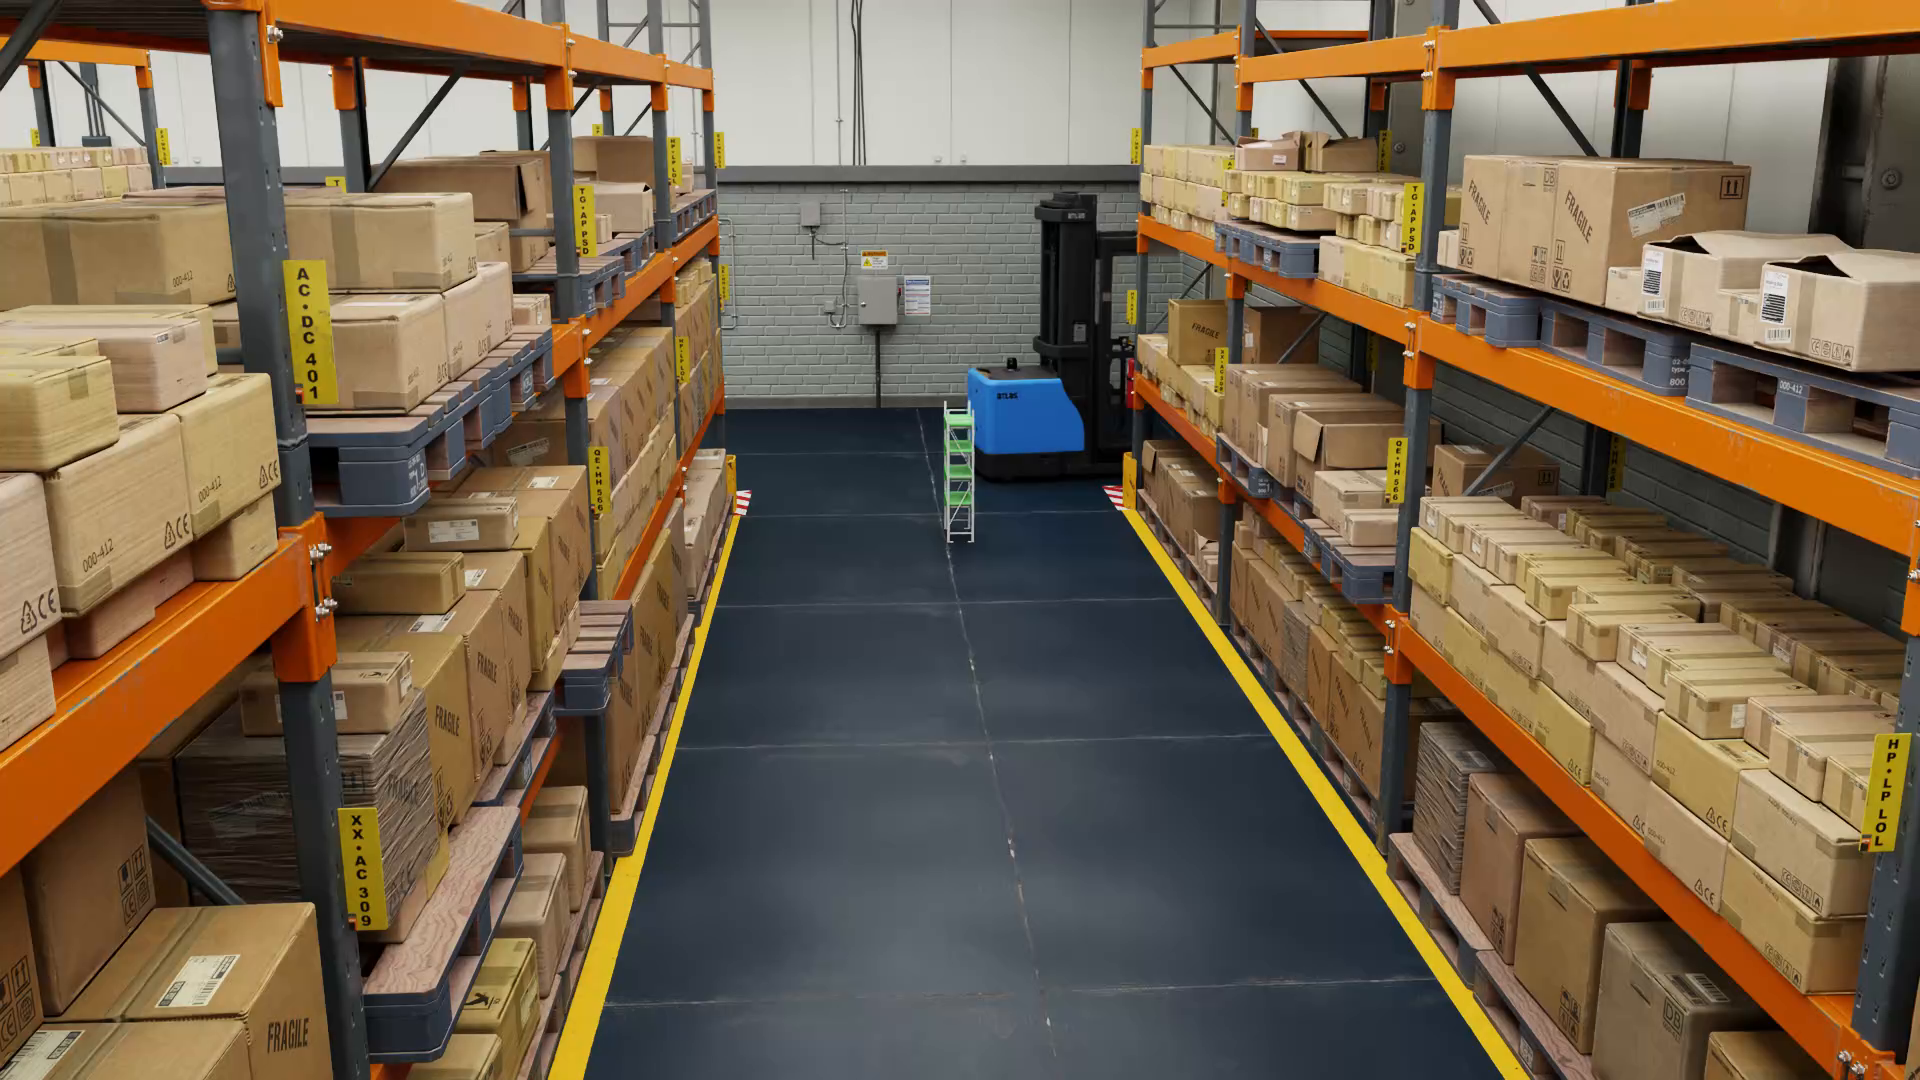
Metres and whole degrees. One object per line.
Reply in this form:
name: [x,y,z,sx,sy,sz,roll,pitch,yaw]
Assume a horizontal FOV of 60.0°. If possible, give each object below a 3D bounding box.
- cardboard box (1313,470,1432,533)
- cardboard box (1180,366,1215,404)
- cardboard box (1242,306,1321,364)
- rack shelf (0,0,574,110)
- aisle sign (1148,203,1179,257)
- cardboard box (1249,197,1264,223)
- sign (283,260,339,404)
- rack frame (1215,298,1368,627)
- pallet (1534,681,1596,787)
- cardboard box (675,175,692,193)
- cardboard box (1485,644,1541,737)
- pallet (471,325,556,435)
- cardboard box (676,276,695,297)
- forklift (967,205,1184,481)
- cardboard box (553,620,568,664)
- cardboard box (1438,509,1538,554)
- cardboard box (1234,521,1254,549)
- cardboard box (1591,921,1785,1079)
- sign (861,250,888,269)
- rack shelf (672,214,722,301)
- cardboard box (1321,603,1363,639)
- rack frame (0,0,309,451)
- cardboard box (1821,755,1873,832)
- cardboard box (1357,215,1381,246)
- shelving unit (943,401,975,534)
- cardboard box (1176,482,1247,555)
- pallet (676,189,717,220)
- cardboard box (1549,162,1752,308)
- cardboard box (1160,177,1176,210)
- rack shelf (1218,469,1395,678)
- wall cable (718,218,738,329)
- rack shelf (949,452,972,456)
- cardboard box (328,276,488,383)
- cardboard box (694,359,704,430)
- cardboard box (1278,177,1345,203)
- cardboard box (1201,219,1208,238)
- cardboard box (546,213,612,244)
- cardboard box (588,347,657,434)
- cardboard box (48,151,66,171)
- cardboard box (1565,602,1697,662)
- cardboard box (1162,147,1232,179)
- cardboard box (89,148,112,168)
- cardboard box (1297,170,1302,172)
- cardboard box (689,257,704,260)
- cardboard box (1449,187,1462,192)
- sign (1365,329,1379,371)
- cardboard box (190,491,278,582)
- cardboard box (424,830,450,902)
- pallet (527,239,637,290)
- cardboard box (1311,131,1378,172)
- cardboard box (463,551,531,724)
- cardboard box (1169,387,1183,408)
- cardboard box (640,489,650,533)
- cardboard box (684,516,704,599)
cardboard box: [2.299,-0.217,9.308,0.500,0.250,0.500,-2,15,-6]
cardboard box: [2.101,-1.267,13.633,0.500,0.250,0.500,-1,14,-4]
cardboard box: [2.613,-1.633,13.551,0.500,0.500,0.500,-1,14,-5]
rack shelf: [-2.142,-1.617,5.499,1.077,0.370,4.000,-1,14,-3]
aisle sign: [1.895,-3.090,15.799,0.394,0.787,0.004,-1,14,-3]
cardboard box: [2.087,-2.135,10.747,0.380,0.149,0.250,-1,14,-3]
sign: [-1.477,-0.470,3.775,0.100,0.325,0.005,-1,14,-3]
rack frame: [2.440,-0.824,12.208,1.000,3.000,0.127,-1,14,-3]
pallet: [-9.709,0.384,4.889,25.245,1.709,1.217,-1,15,-6]
cardboard box: [-2.538,-3.110,14.535,0.380,0.149,0.250,-2,15,-8]
cardboard box: [2.536,0.611,6.932,0.500,0.250,0.500,-1,14,-5]
pallet: [-2.018,-0.531,5.429,1.213,0.211,1.003,-1,14,-3]
cardboard box: [-2.350,-2.054,13.482,0.380,0.149,0.250,-1,14,-3]
forklift: [-2.564,-1.942,16.871,11.622,2.843,1.129,-3,15,-11]
cardboard box: [-1.854,0.435,6.977,0.380,0.149,0.250,-2,15,-6]
cardboard box: [2.431,-0.041,7.664,0.380,0.149,0.250,-1,14,-2]
cardboard box: [2.196,-0.037,12.023,0.380,0.149,0.250,0,14,-1]
cardboard box: [2.999,2.316,3.930,0.963,0.625,4.871,-1,14,-3]
sign: [-1.097,-3.590,21.301,0.339,0.242,0.001,-1,14,-3]
rack shelf: [-7.584,-1.545,13.445,10.987,1.870,4.000,-1,14,-3]
cardboard box: [2.397,0.483,10.000,0.380,0.149,0.250,-1,14,-4]
rack frame: [-2.019,-1.662,3.426,1.000,3.000,0.127,-1,14,-3]
cardboard box: [2.719,-0.143,8.765,0.659,0.500,8.552,0,14,-2]
cardboard box: [2.379,-1.678,9.010,0.380,0.149,0.250,-1,14,-3]
shelving unit: [-6.149,0.483,10.742,13.061,1.200,8.595,-1,14,-3]
cardboard box: [2.214,-0.186,13.904,0.700,0.500,0.500,-1,14,-6]
pallet: [-2.706,-2.966,14.694,1.003,0.211,1.213,-1,14,-3]
cardboard box: [2.552,-1.145,6.192,0.500,0.500,0.500,-1,14,-2]
cardboard box: [2.018,-2.974,14.251,0.500,0.250,0.500,-1,14,-5]
rack shelf: [2.564,0.022,10.364,1.077,0.370,4.000,-1,14,-3]
wall cable: [-3.135,-3.650,21.091,0.585,1.953,0.123,-1,14,-3]
rack shelf: [-0.010,-0.821,14.986,0.199,0.029,0.442,-1,14,-3]
cardboard box: [-1.687,-0.618,4.845,0.500,0.250,0.500,-1,14,-4]
cardboard box: [-2.333,-1.164,13.331,0.500,0.500,0.500,-1,14,-3]
cardboard box: [2.169,-2.150,10.207,0.380,0.149,0.250,-1,14,-3]
cardboard box: [2.092,-2.429,12.930,0.380,0.149,0.250,-1,14,-4]
cardboard box: [-2.247,-1.821,9.691,0.380,0.166,0.250,0,14,1]
cardboard box: [-2.185,-0.917,10.362,0.500,0.500,0.500,0,14,-2]
cardboard box: [-7.309,-2.993,13.119,0.380,0.149,0.250,-1,14,-5]
cardboard box: [2.490,0.340,6.183,0.380,0.149,0.250,-1,14,-5]
cardboard box: [2.026,-3.219,14.198,0.500,0.250,0.500,-1,14,-4]
cardboard box: [-7.324,-3.186,13.866,0.386,0.149,0.259,0,14,-1]
cardboard box: [2.693,-2.717,12.249,0.500,0.250,0.500,-1,14,-4]
cardboard box: [-2.540,-2.502,15.220,0.380,0.149,0.250,-1,14,-3]
cardboard box: [2.873,-1.833,9.013,0.380,0.149,0.250,0,14,-2]
sign: [-2.127,-1.223,5.560,11.111,3.253,12.099,-1,14,-3]
cardboard box: [-1.694,-0.014,3.544,0.380,0.149,0.250,-1,14,-3]
cardboard box: [-1.744,0.957,4.948,0.380,0.149,0.250,-1,14,-2]
pallet: [-2.431,-1.550,9.390,1.003,0.211,1.213,0,14,-1]
cardboard box: [2.577,-2.611,11.167,0.396,0.266,0.258,-1,14,-3]
cardboard box: [-1.853,0.351,6.001,0.500,0.500,0.500,-1,15,-6]
cardboard box: [2.005,-1.224,14.270,0.380,0.149,0.250,-1,14,-2]
cardboard box: [-2.156,-0.185,10.026,0.500,0.250,0.500,-1,14,-3]
cardboard box: [-2.446,0.134,12.787,0.875,0.438,0.875,-1,14,-4]
